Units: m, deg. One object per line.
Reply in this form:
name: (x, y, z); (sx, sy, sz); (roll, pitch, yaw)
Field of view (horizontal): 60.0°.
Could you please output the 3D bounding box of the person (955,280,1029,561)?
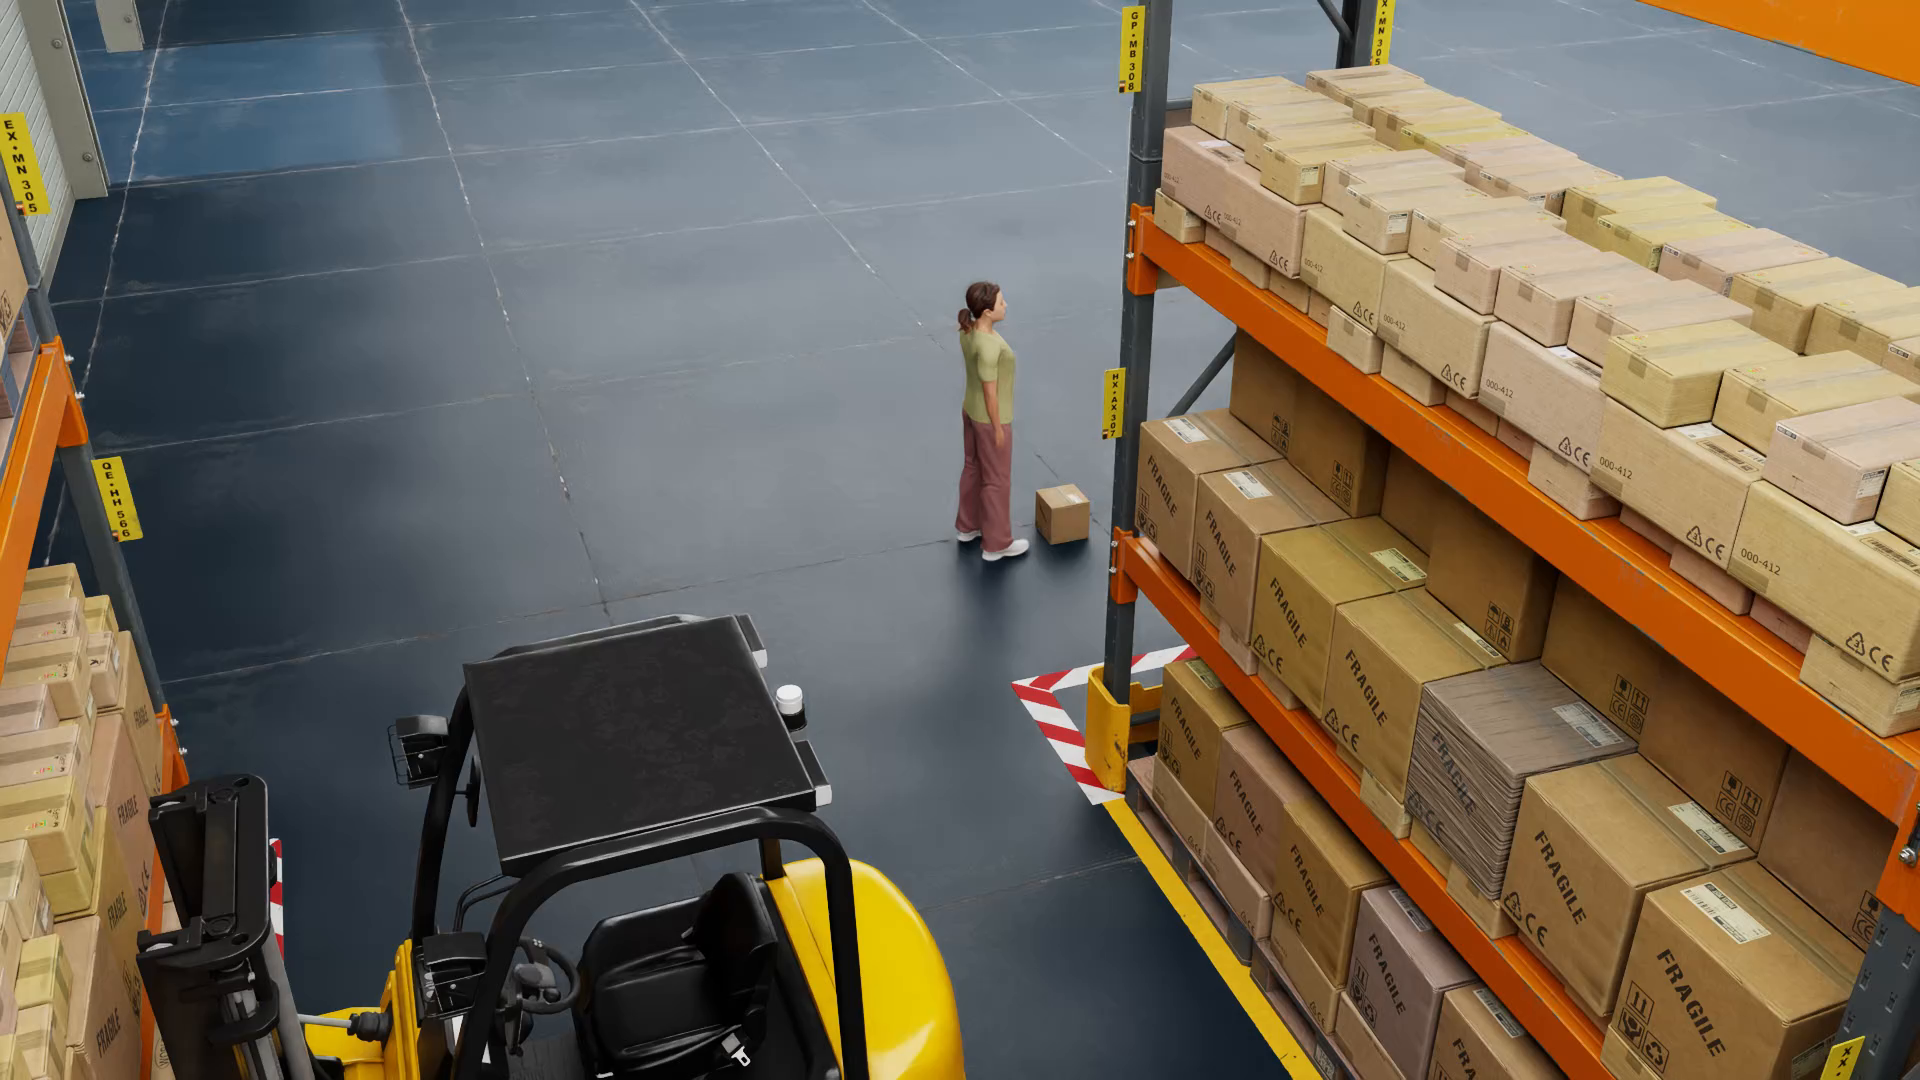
person: (0.175, -0.698, 9.536); (0.409, 1.673, 0.444); (-10, 31, -17)
